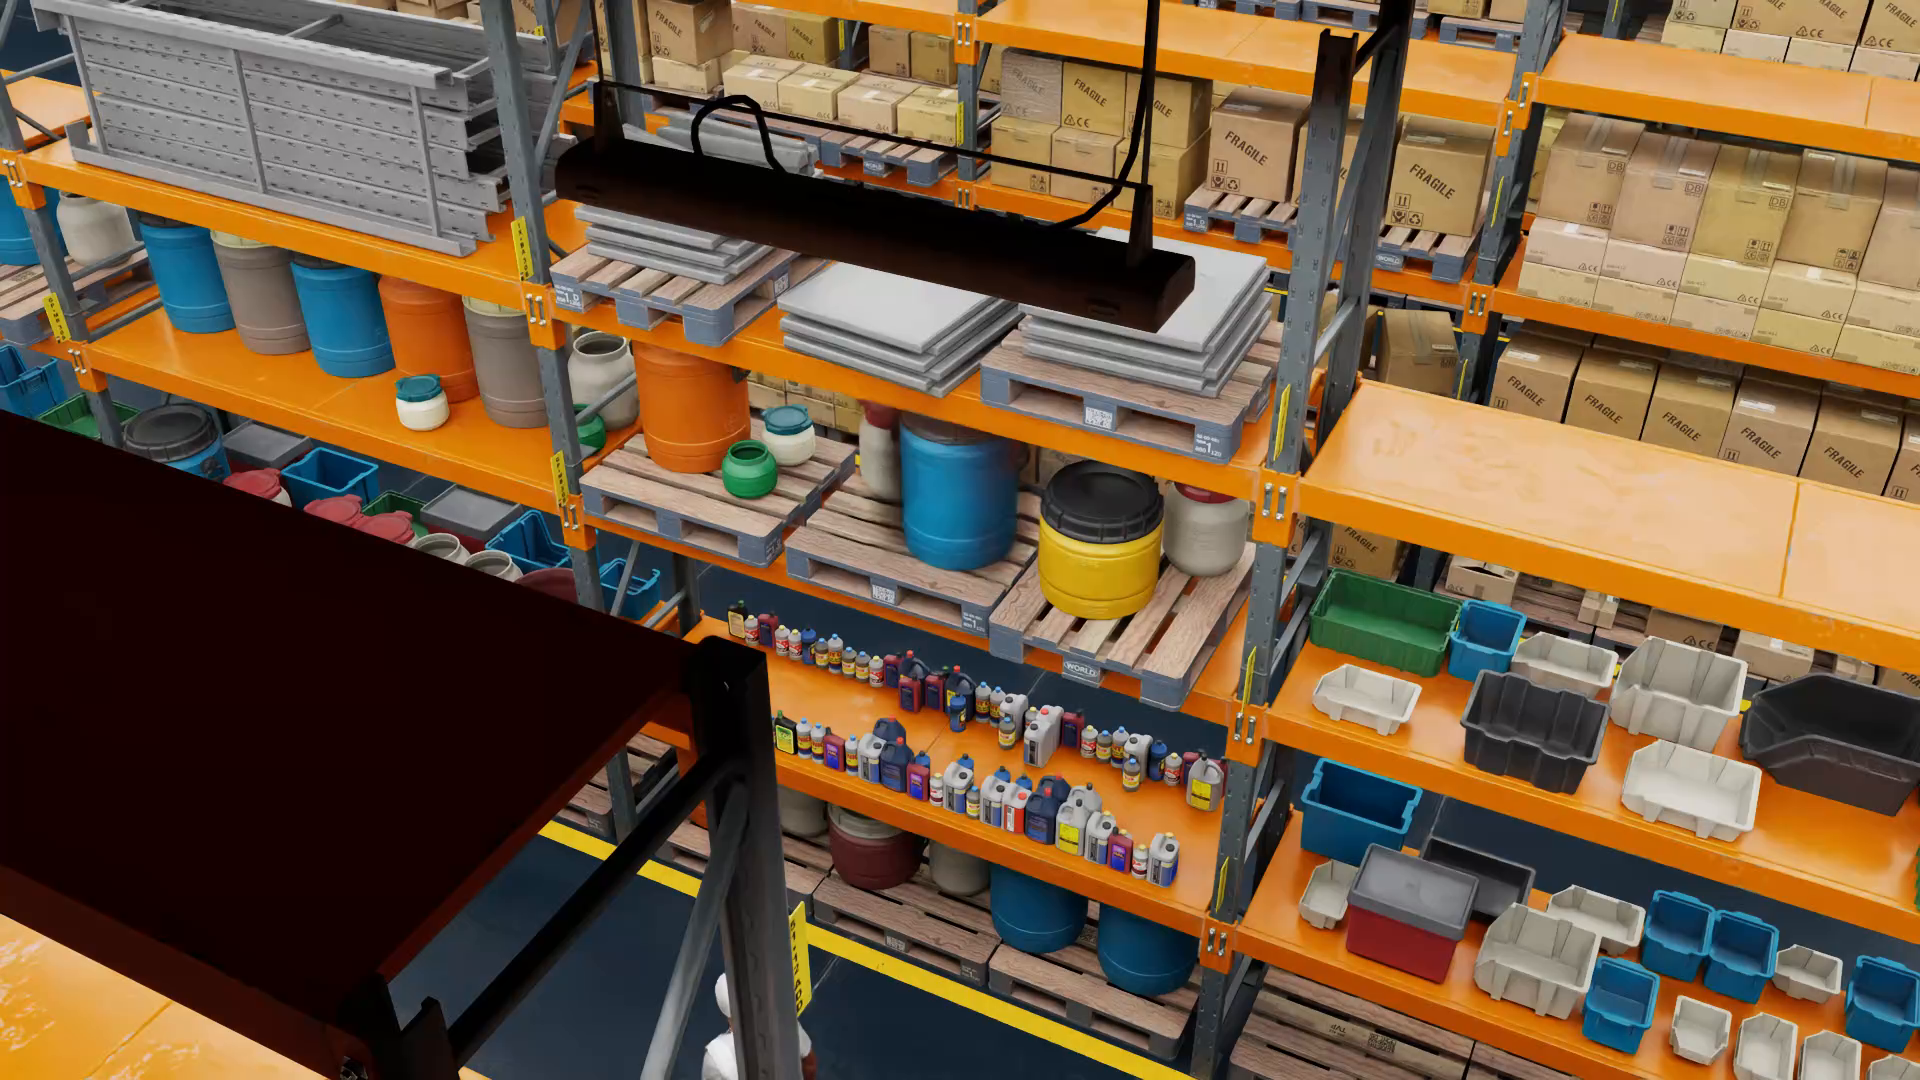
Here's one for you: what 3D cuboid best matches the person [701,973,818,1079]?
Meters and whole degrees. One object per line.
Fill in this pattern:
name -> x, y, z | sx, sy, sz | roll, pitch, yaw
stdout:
person -> -0.994, 2.846, 8.348 | 0.772, 1.696, 0.607 | 26, 43, 32

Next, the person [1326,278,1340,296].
person -> 3.143, -1.730, 14.899 | 0.997, 1.606, 0.508 | 8, 36, 11
